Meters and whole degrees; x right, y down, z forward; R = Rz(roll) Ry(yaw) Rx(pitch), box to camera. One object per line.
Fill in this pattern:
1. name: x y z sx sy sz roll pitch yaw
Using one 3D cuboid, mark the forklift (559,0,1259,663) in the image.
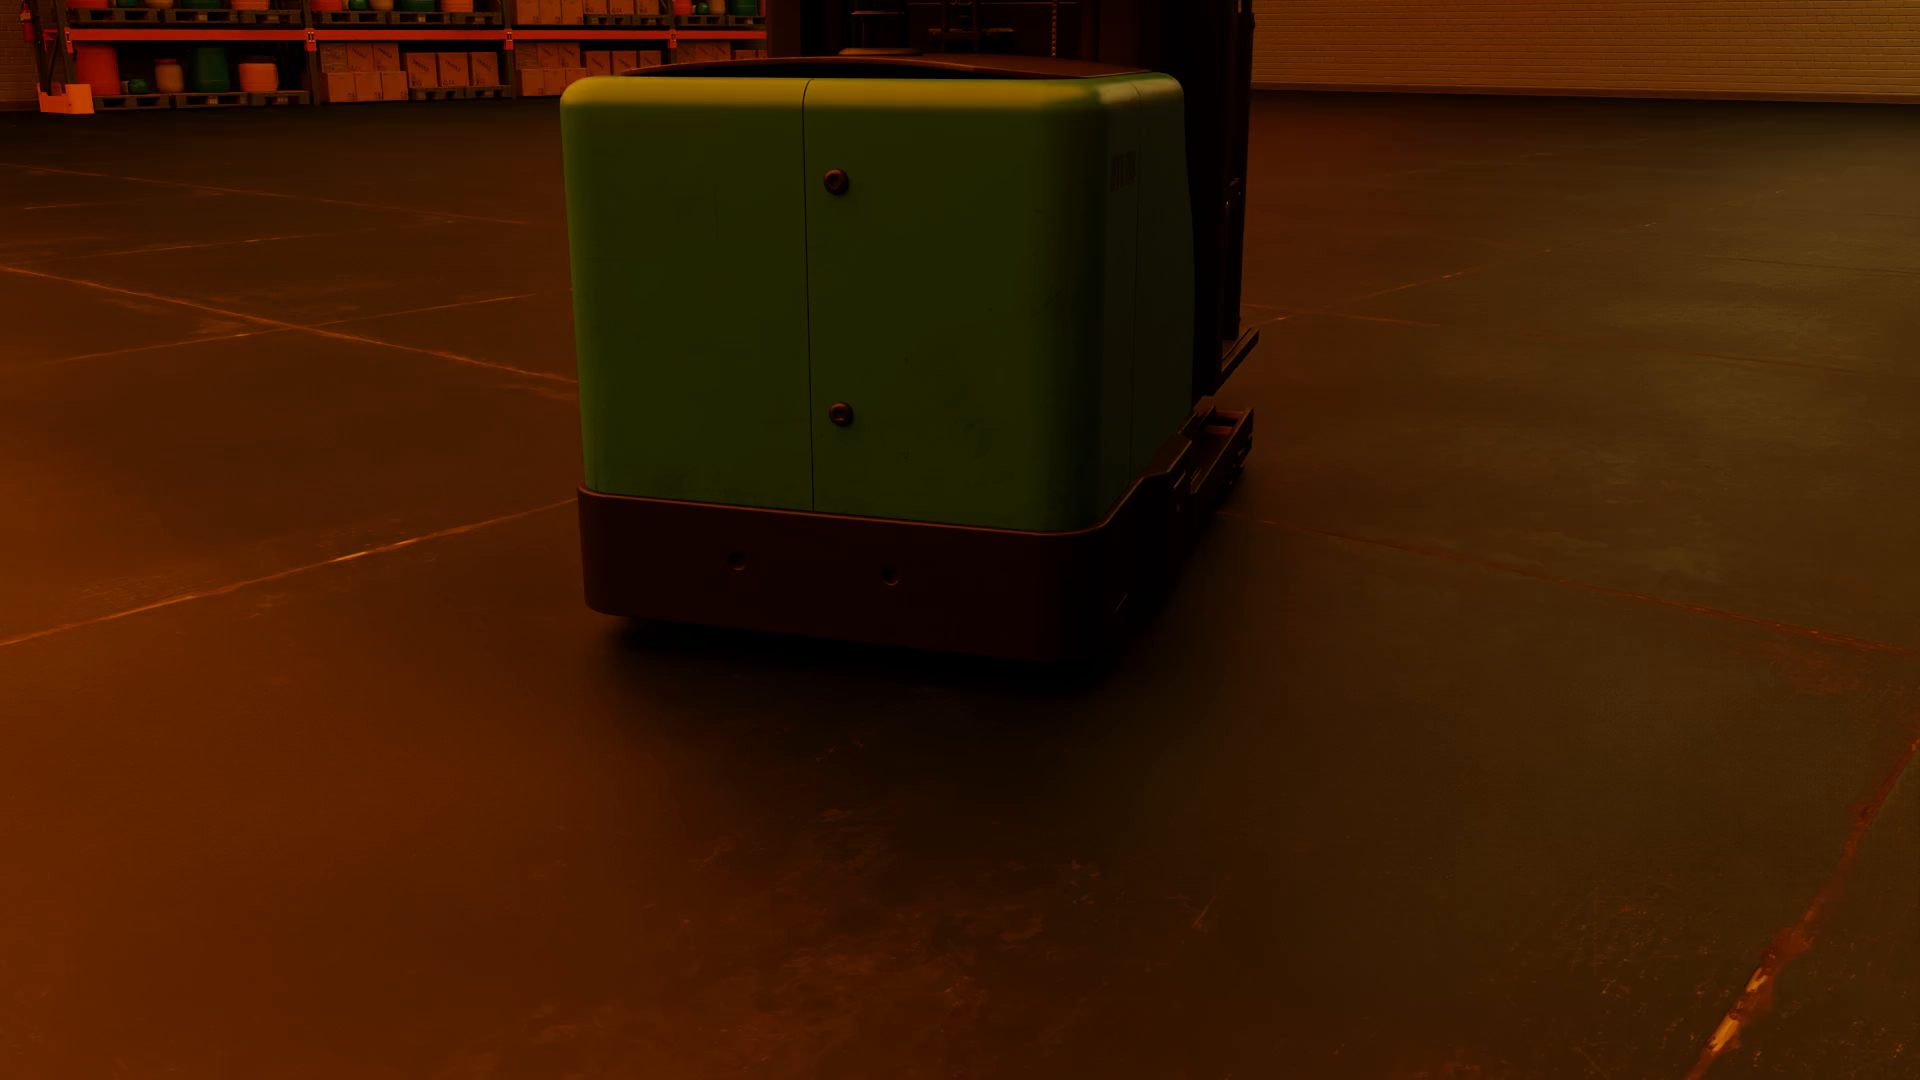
1. forklift: 0.182 -1.571 4.072 1.130 2.935 3.031 5 18 17
